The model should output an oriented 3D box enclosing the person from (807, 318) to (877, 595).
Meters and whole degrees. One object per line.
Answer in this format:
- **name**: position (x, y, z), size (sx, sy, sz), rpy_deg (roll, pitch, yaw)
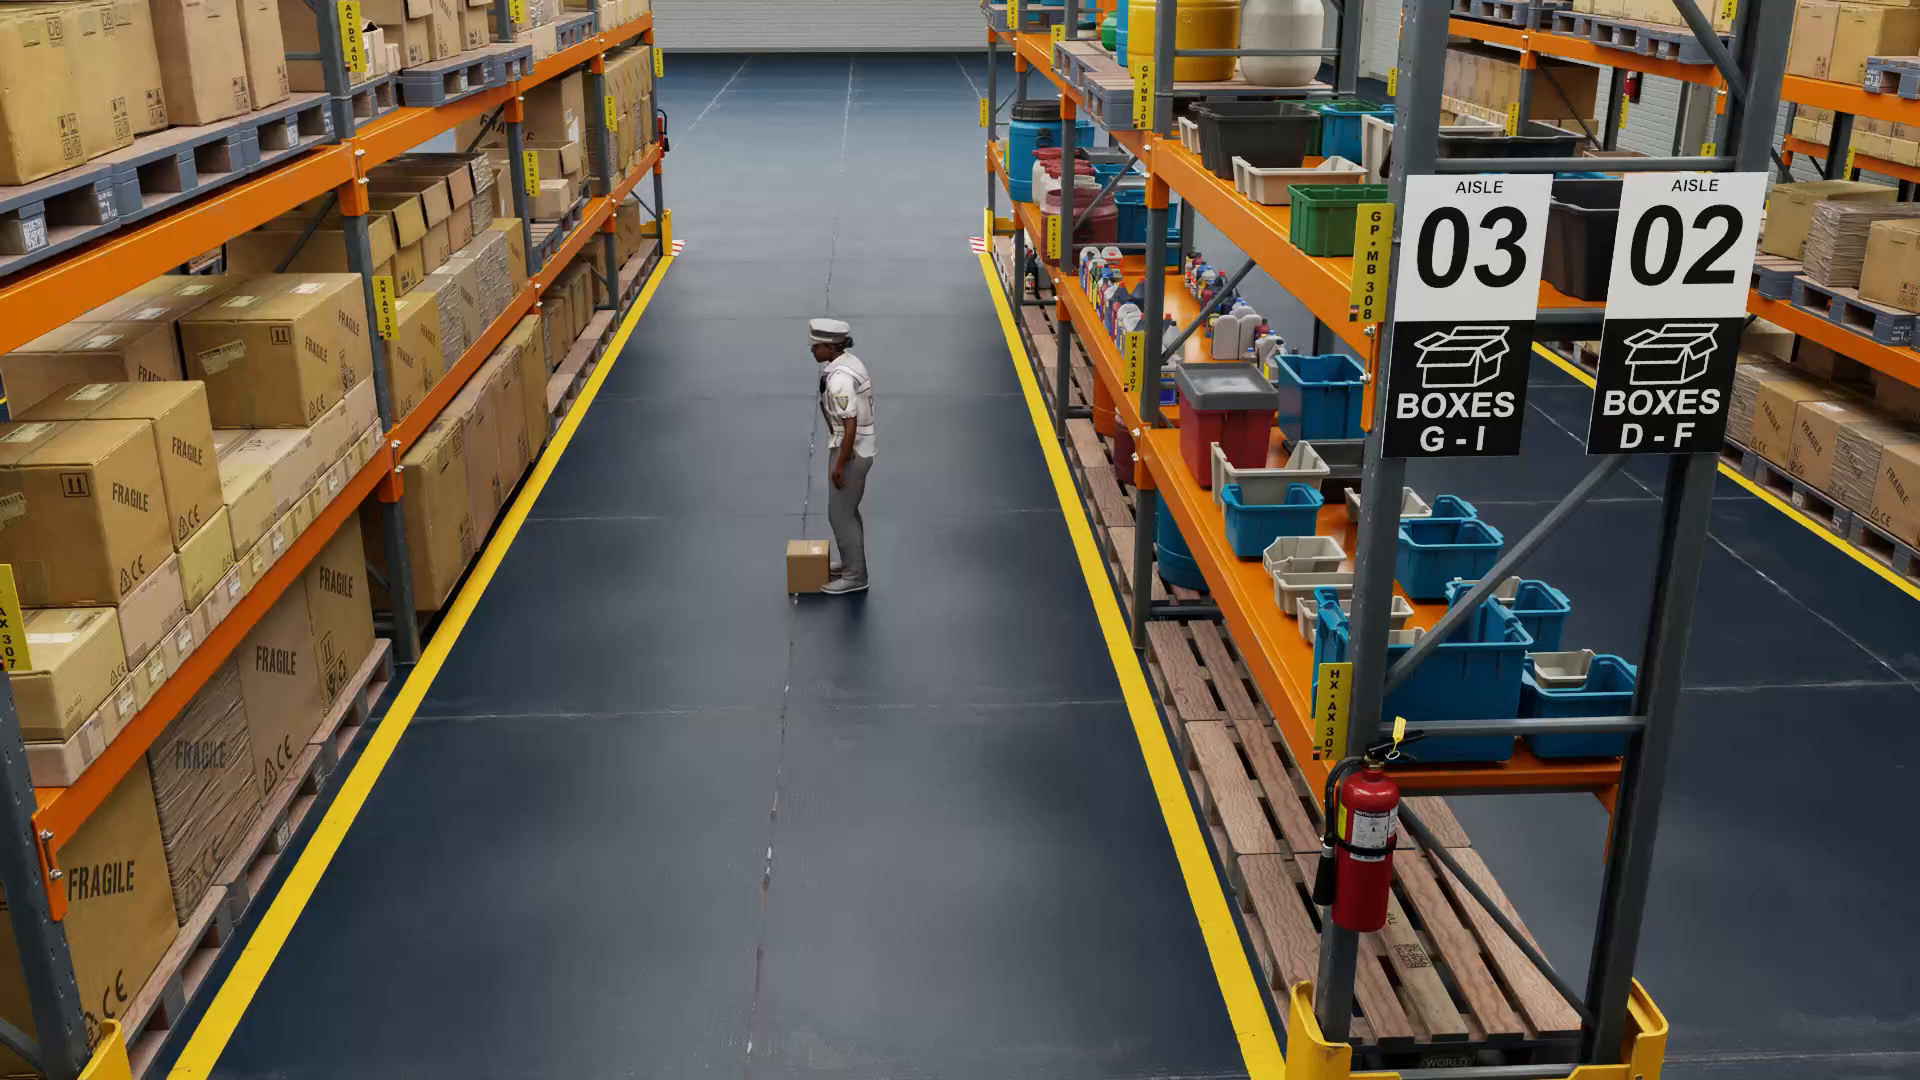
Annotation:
- **person**: position (-0.695, -0.506, 9.932), size (0.398, 1.658, 0.510), rpy_deg (-1, 21, -3)
